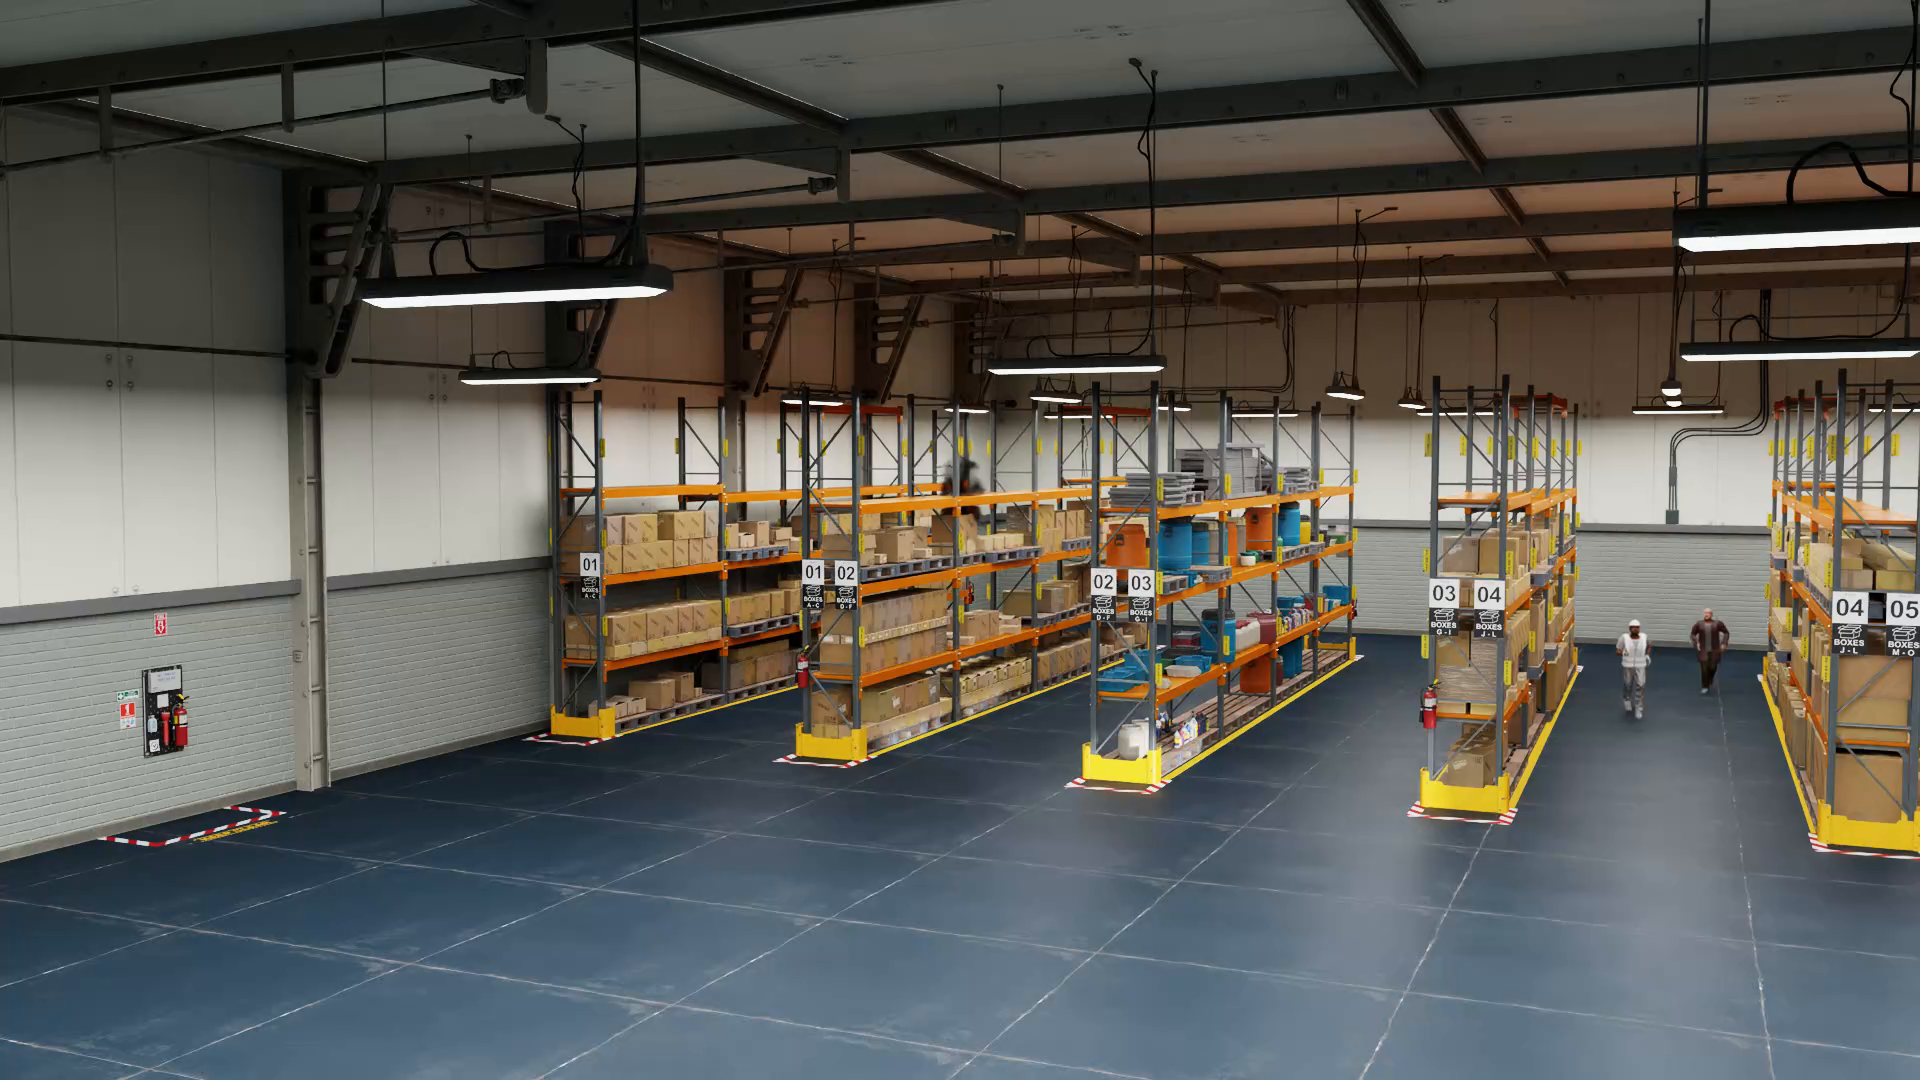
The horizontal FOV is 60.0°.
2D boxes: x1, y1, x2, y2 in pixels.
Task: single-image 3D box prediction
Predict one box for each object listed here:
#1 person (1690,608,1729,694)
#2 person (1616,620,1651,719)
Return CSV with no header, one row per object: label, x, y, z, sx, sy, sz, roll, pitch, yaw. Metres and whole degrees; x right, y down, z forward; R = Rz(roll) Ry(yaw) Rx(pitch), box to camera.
person,15.316,2.266,34.010,0.731,1.751,0.713,2,4,28
person,12.576,2.378,31.061,0.634,1.801,0.939,1,3,19
